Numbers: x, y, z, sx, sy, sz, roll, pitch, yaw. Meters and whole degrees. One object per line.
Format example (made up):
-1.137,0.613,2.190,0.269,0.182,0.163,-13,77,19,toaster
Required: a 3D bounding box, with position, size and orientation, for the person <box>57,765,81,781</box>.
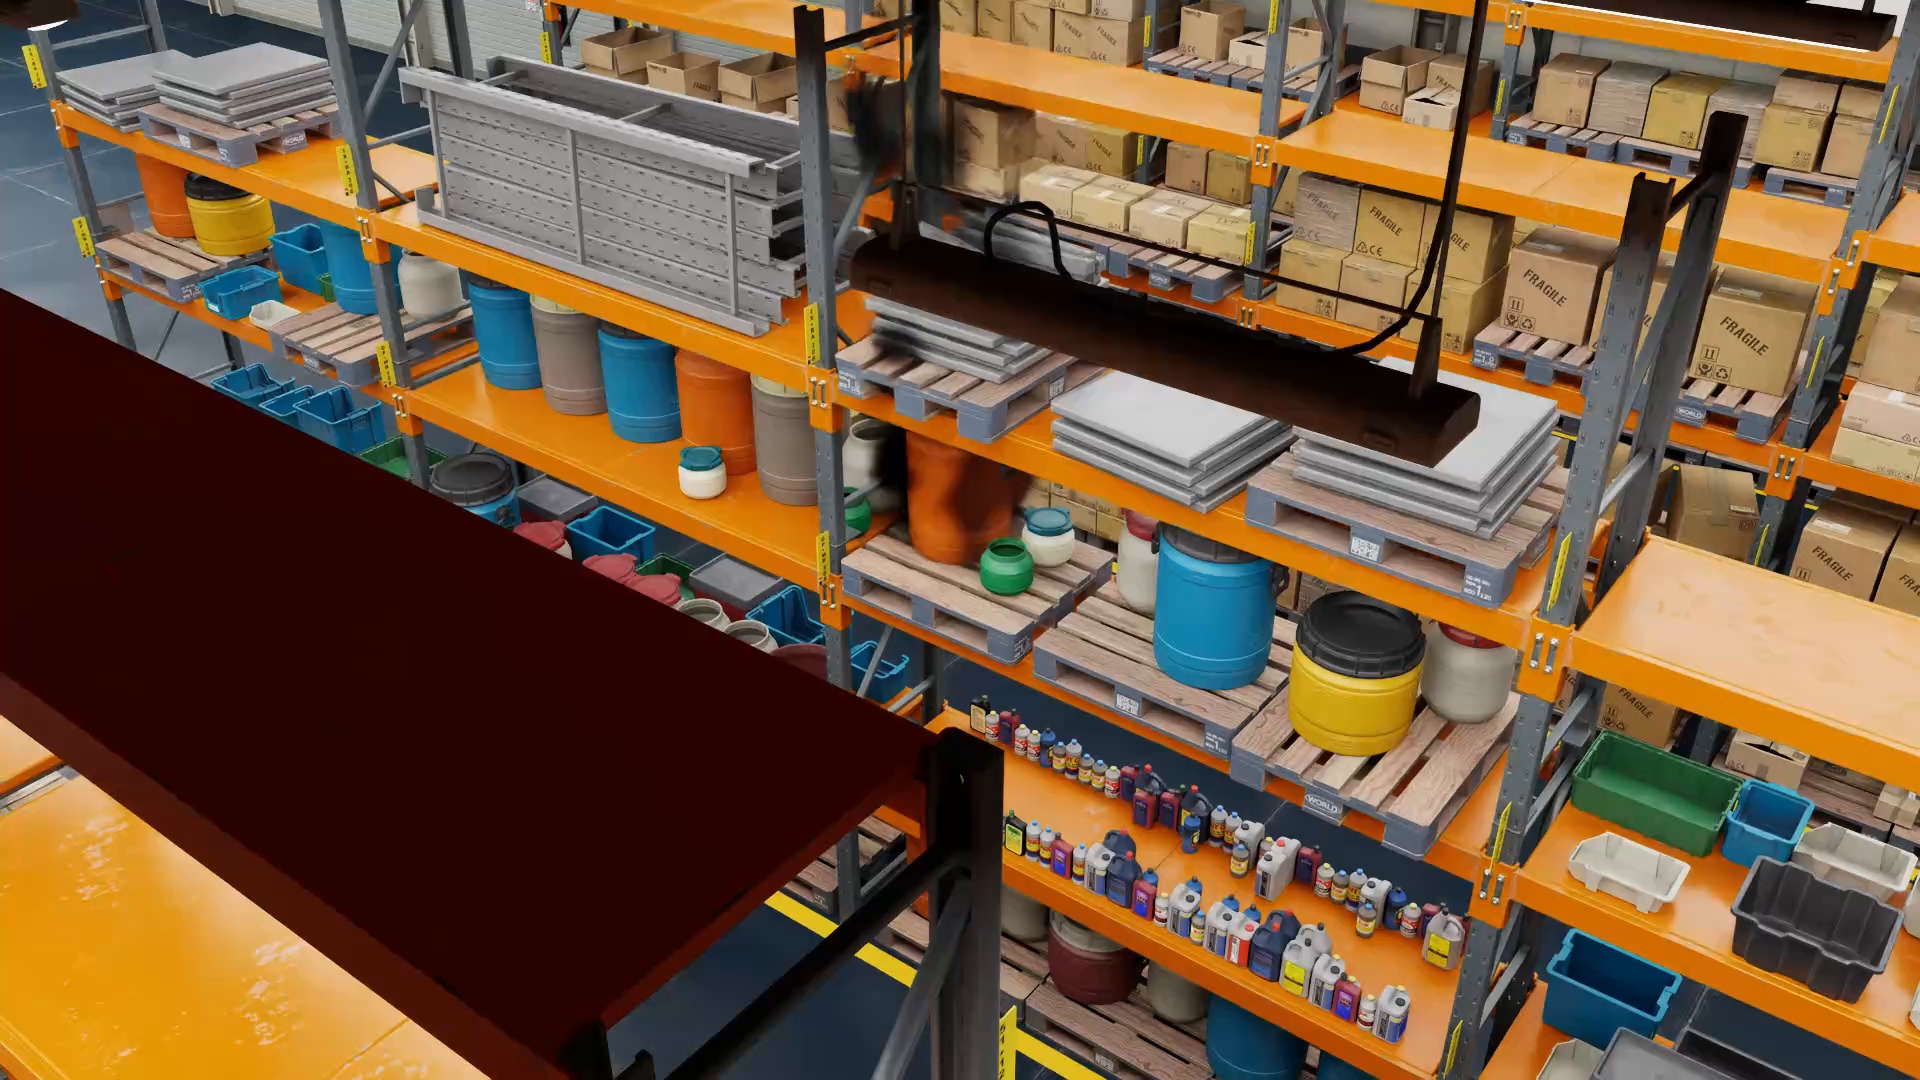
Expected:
-5.699,1.796,10.800,0.644,1.578,0.510,19,36,28,person
